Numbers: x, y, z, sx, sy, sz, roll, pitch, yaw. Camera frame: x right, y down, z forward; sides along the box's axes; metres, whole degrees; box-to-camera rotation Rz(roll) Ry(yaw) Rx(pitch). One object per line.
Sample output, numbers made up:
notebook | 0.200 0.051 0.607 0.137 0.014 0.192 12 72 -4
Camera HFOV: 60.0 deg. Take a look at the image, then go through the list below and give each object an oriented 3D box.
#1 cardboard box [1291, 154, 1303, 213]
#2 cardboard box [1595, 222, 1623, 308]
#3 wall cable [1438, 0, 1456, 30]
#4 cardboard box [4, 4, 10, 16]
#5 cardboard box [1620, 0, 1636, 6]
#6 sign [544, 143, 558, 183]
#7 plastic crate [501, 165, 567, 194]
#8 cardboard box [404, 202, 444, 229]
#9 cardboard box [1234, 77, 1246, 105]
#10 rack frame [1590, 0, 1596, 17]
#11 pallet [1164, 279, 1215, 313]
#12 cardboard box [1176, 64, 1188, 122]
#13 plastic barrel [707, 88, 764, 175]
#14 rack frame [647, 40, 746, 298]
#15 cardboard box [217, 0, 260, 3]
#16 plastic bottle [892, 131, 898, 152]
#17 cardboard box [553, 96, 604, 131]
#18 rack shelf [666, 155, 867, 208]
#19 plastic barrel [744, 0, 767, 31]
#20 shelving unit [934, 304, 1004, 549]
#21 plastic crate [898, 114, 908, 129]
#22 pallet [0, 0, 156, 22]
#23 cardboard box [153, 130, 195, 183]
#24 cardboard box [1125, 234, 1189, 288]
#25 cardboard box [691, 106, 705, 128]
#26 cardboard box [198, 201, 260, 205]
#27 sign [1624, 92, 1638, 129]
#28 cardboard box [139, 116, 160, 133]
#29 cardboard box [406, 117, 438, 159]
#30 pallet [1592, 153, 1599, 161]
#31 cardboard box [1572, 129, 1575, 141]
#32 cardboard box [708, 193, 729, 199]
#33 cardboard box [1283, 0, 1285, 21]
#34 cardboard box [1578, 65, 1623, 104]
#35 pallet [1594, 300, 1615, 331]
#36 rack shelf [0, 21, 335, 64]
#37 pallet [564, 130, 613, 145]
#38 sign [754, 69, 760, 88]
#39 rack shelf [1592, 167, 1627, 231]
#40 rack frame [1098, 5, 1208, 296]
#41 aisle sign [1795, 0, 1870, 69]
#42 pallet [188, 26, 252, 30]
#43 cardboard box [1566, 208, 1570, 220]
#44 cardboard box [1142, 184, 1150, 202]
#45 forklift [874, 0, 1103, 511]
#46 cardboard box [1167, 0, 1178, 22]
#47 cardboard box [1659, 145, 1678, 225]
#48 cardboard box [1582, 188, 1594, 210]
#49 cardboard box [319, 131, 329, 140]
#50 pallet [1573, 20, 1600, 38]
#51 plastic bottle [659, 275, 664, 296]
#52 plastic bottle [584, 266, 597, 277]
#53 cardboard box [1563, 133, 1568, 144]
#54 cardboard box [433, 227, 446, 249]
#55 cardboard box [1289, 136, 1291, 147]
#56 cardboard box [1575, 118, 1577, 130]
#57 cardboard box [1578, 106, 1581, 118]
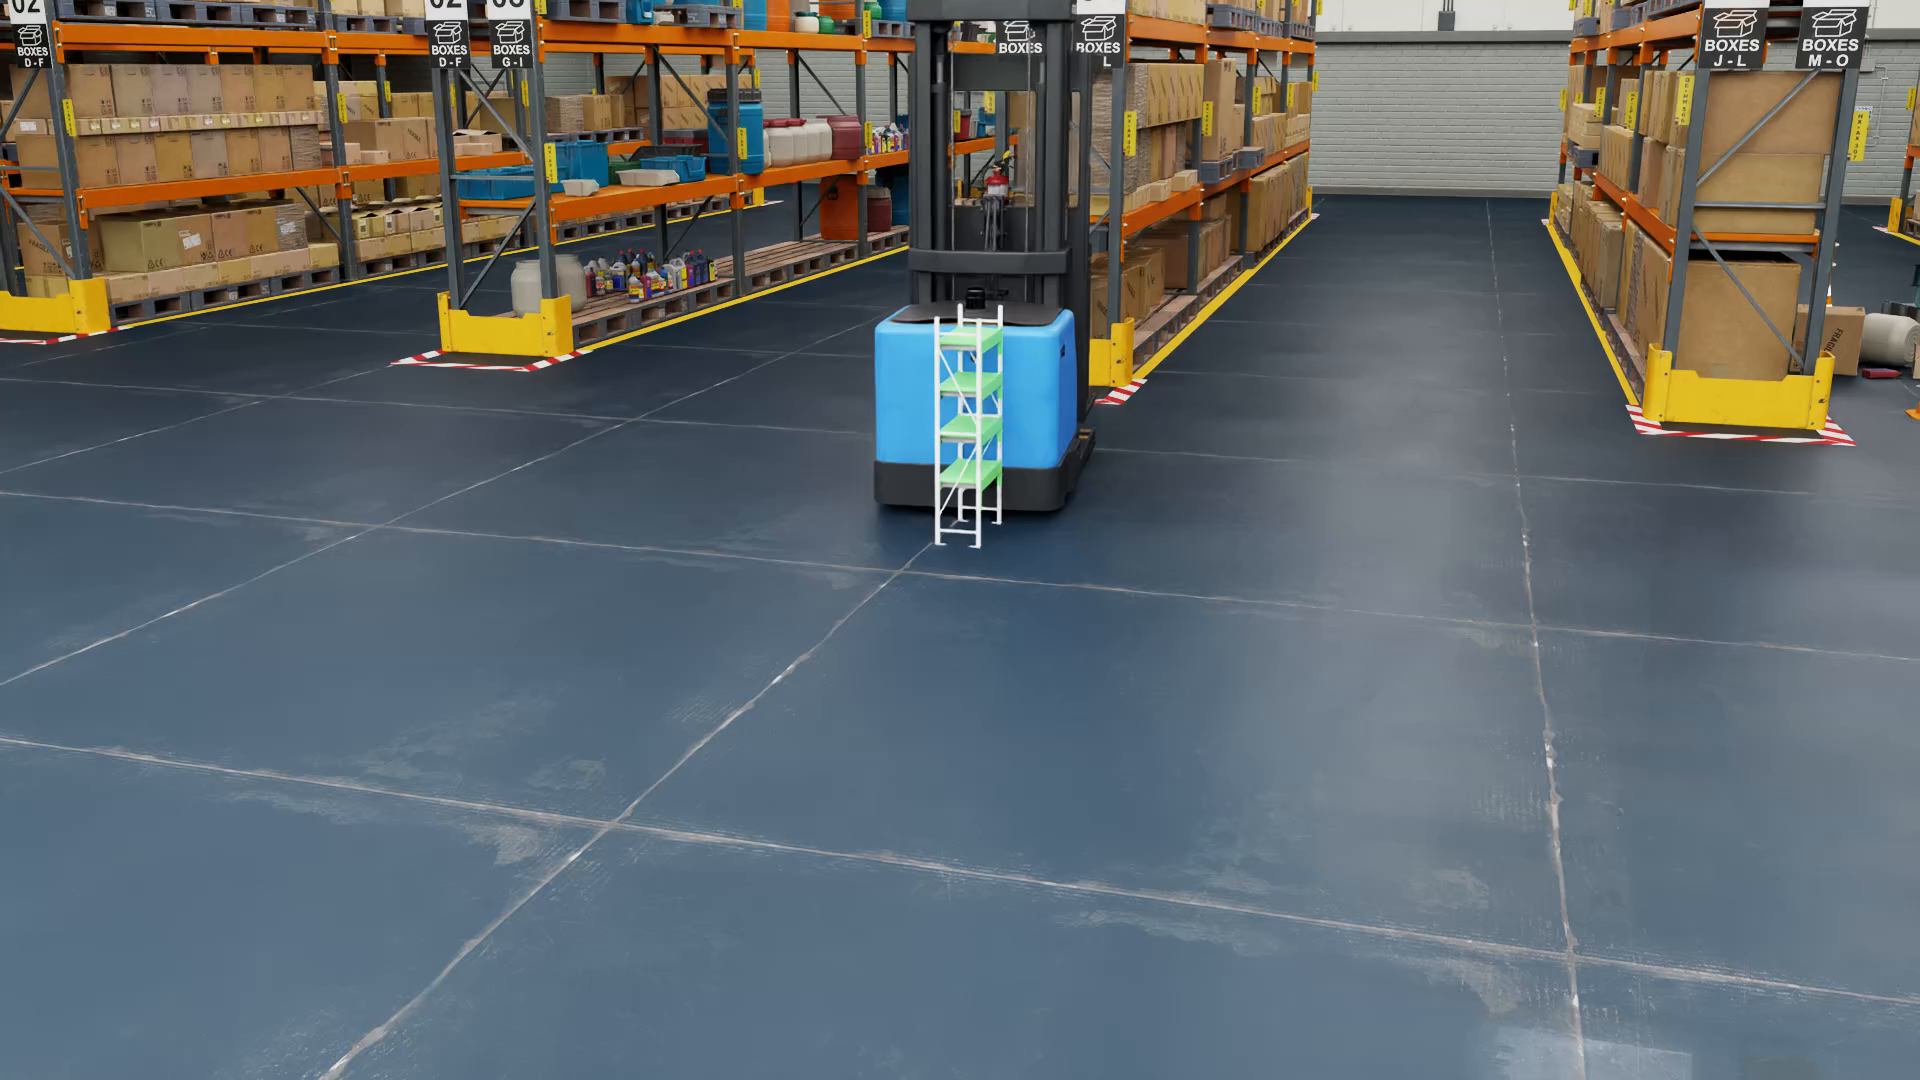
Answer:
cardboard box | 4.948 -5.664 26.427 0.875 0.875 0.875 5 16 16
cardboard box | 6.719 -2.635 15.975 1.050 0.750 0.750 5 16 16
wall cable | 10.224 -12.542 30.662 2.277 5.999 0.120 5 16 16
cardboard box | -12.113 -6.739 20.642 0.500 0.500 0.500 7 17 24
cardboard box | 7.349 -5.870 17.742 0.500 0.311 0.500 5 16 16
sign | -3.457 -3.184 14.050 0.100 0.325 0.005 5 16 16
plastic crate | -3.938 -3.346 15.403 0.499 0.251 0.408 5 16 16
cardboard box | -6.803 -4.166 21.262 0.500 0.311 0.500 5 17 17
cardboard box | 3.262 -5.524 20.786 0.797 0.503 0.637 5 17 18
rack frame | 8.902 -8.325 21.689 1.000 3.000 0.127 5 16 16
pallet | 2.122 -2.619 17.676 1.003 0.211 1.213 5 16 16
cardboard box | 1.754 -4.028 14.974 0.500 0.500 0.500 5 16 16
plastic barrel | -2.447 -4.460 18.137 0.600 0.901 0.708 5 16 16
rack frame | -2.847 -4.141 17.932 1.000 3.000 0.127 5 16 16
cardboard box | -7.676 -5.781 17.650 0.380 0.149 0.250 5 16 16
plastic bottle | -0.905 -5.518 23.001 0.061 0.283 0.133 5 16 16
cardboard box | -5.764 -6.402 24.951 0.700 0.500 0.500 1 16 2
rack shelf | -2.278 -4.318 19.874 1.077 0.370 4.000 5 16 16
plastic barrel | -2.539 -6.317 19.189 0.600 0.901 0.708 5 16 16
shelving unit | 0.049 -0.607 8.771 0.258 1.200 0.503 4 16 13
plastic crate | -0.768 -6.404 25.828 0.392 0.384 0.575 5 16 16
pallet | -8.506 -5.063 15.848 1.003 0.211 1.213 5 16 16
cardboard box | -8.295 -3.916 16.955 0.700 0.500 0.500 5 17 16
cardboard box | 2.097 -2.925 17.419 0.700 0.500 0.500 3 16 12
cardboard box | -4.628 -7.044 27.984 0.500 0.500 0.500 5 16 16
cardboard box | -8.161 -3.538 18.699 0.500 0.500 0.500 5 16 16
sign | 6.106 -3.904 15.120 0.100 0.325 0.005 5 16 16
cardboard box | -8.195 -4.126 16.507 0.380 0.149 0.250 4 16 15
cardboard box | -6.919 -5.180 21.413 0.500 0.500 0.500 4 16 13
pallet | 8.289 -4.821 20.681 1.003 0.211 1.213 5 16 16
cardboard box | 8.057 -5.182 21.294 0.380 0.149 0.250 4 16 13
cardboard box | -4.402 -6.147 29.236 0.500 0.250 0.500 5 16 16
cardboard box | 4.497 -7.941 24.696 0.700 0.500 0.500 6 17 19
cardboard box | 8.776 -6.255 22.824 0.500 0.500 0.500 4 16 14
pallet | 6.776 -2.212 16.241 1.003 0.211 1.213 5 16 16
rack shelf | -8.163 -5.100 17.133 1.077 0.370 4.000 5 16 16
pallet | -5.910 -5.989 24.800 1.003 0.211 1.213 5 16 16
sign | -3.658 -8.326 29.987 0.100 0.325 0.005 5 16 16
rack shelf | 7.197 -3.523 17.071 1.077 0.370 4.000 5 16 16
rack frame | 1.902 -3.757 16.577 1.000 3.000 0.127 5 16 16
aisle sign | 5.760 -3.508 10.936 0.394 0.787 0.004 5 16 16
pallet | -11.076 -7.480 24.555 1.213 0.211 1.003 5 17 18
cardboard box | 8.752 -4.591 23.429 0.380 0.149 0.250 4 16 13
cardboard box | 1.424 -2.973 14.275 0.380 0.149 0.250 5 16 16
forklift | 0.278 -1.925 10.243 1.130 2.935 3.031 3 16 9
cardboard box | 1.578 -4.589 14.287 0.500 0.250 0.500 5 17 18
cardboard box | 5.689 -2.618 12.286 0.875 0.550 0.550 5 16 16
cardboard box | 8.001 -4.216 20.635 0.500 0.250 0.500 5 17 17
cardboard box | -10.300 -6.452 26.502 0.380 0.149 0.250 4 16 14
pallet | 8.625 -6.638 21.583 1.213 0.211 1.003 5 16 16
plastic bottle | -3.015 -2.552 16.651 0.097 0.201 0.097 0 16 0
plastic bottle | -3.745 -2.610 16.720 0.152 0.276 0.135 4 16 14
cardboard box | 9.472 -6.169 25.542 0.380 0.149 0.250 4 16 14
cardboard box | -6.806 -3.894 21.330 0.500 0.250 0.500 5 17 17
cardboard box | 4.653 -5.849 24.415 0.380 0.149 0.250 4 16 14
cardboard box | 7.981 -5.252 20.994 0.380 0.149 0.250 4 16 15
cardboard box | 7.910 -5.330 20.723 0.380 0.149 0.250 5 17 18
